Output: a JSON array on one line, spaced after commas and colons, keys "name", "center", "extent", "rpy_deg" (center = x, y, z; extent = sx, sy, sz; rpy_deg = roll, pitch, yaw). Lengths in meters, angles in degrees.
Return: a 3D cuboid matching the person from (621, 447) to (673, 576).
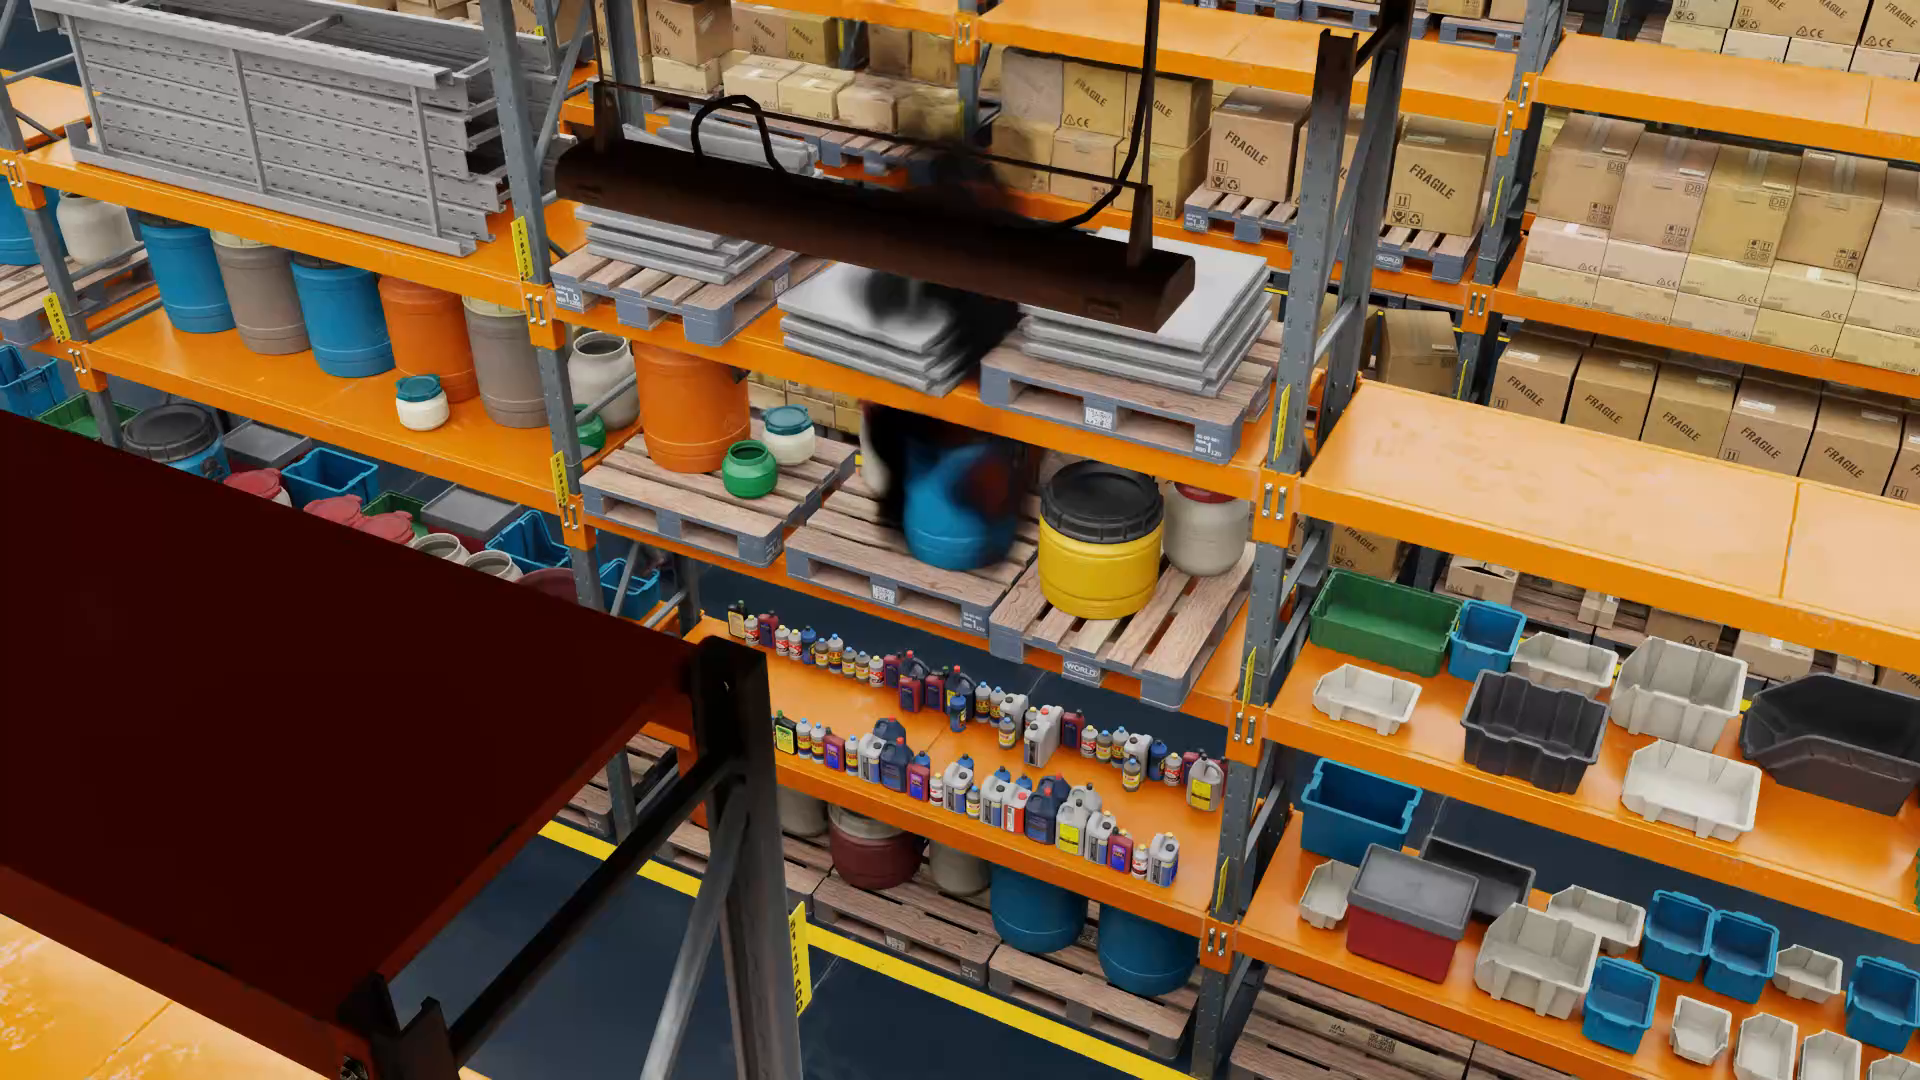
[{"name": "person", "center": [-2.525, -0.435, 13.055], "extent": [0.619, 1.655, 0.557], "rpy_deg": [13, 37, 17]}]
